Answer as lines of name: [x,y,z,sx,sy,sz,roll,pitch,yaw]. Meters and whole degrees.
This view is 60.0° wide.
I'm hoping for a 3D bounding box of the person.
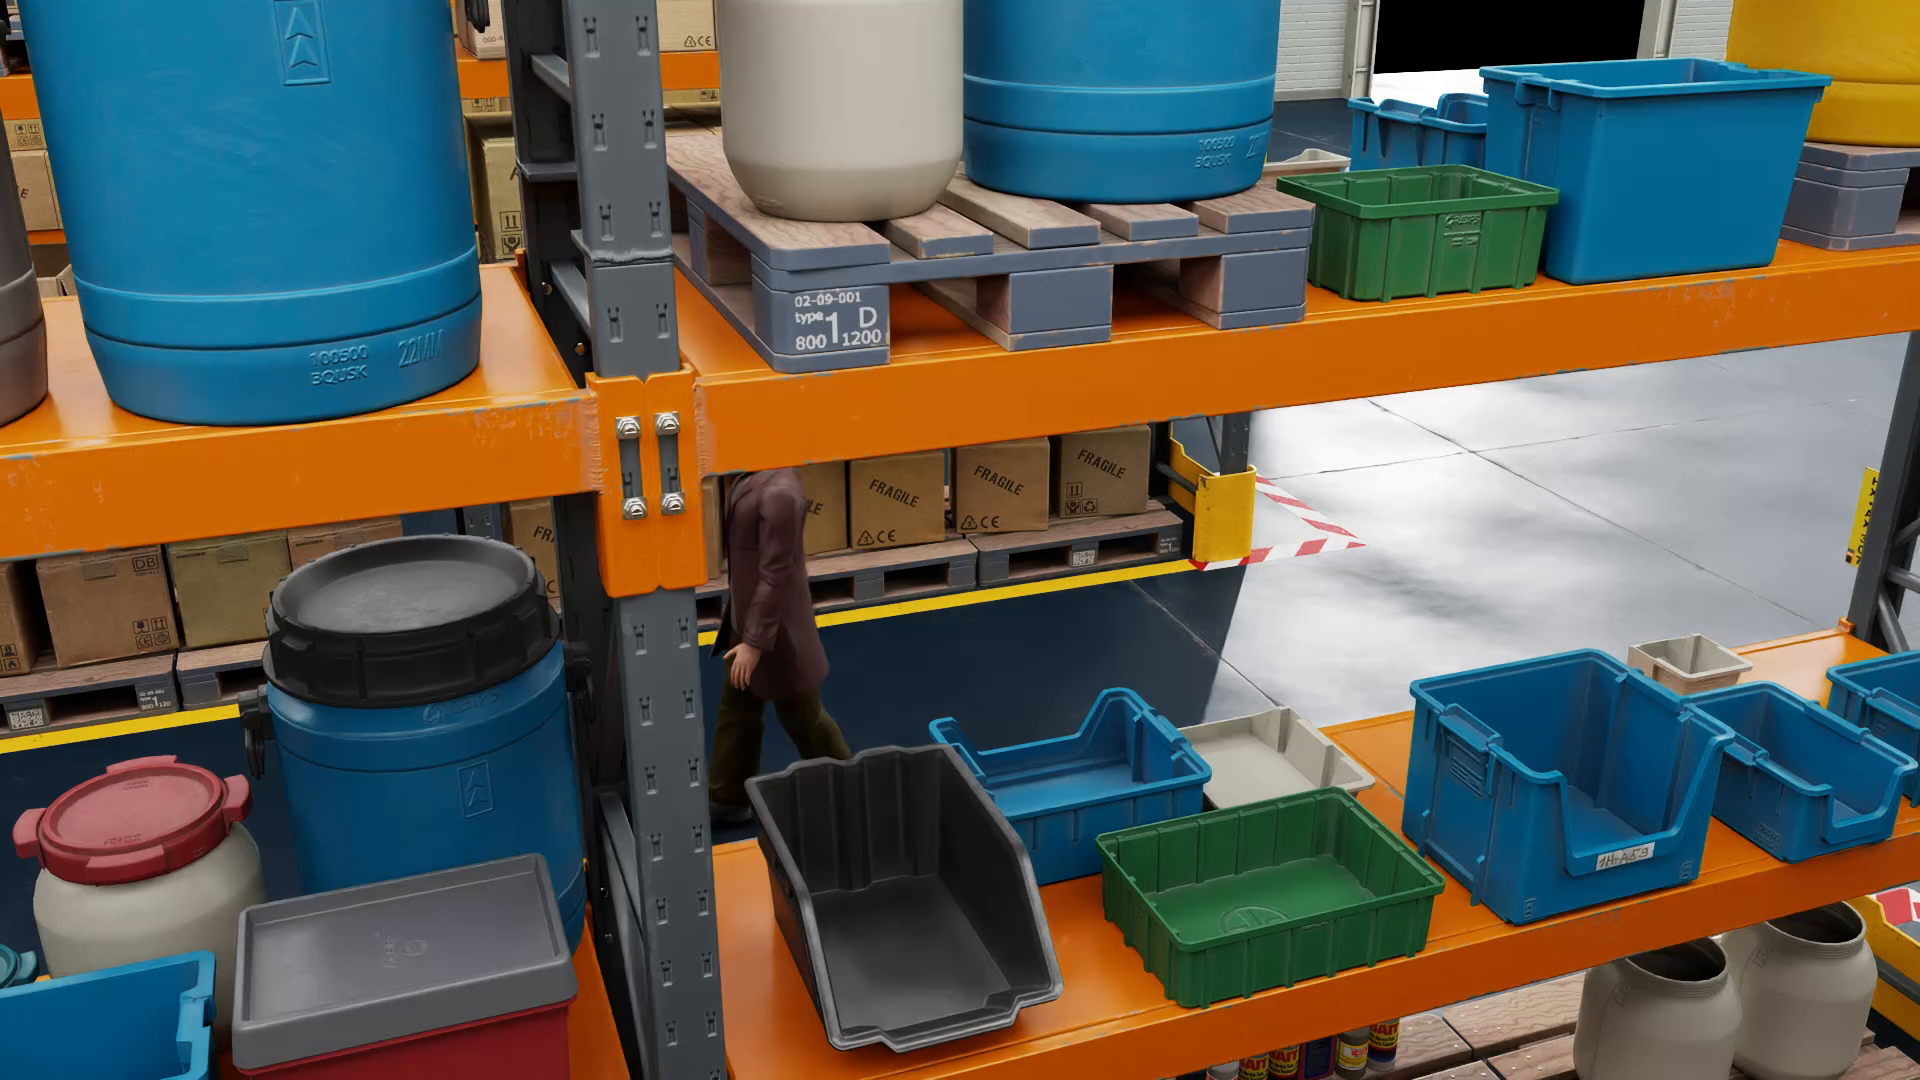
person: [-0.759,0.325,6.293,0.816,1.767,0.623,-8,24,-19]
